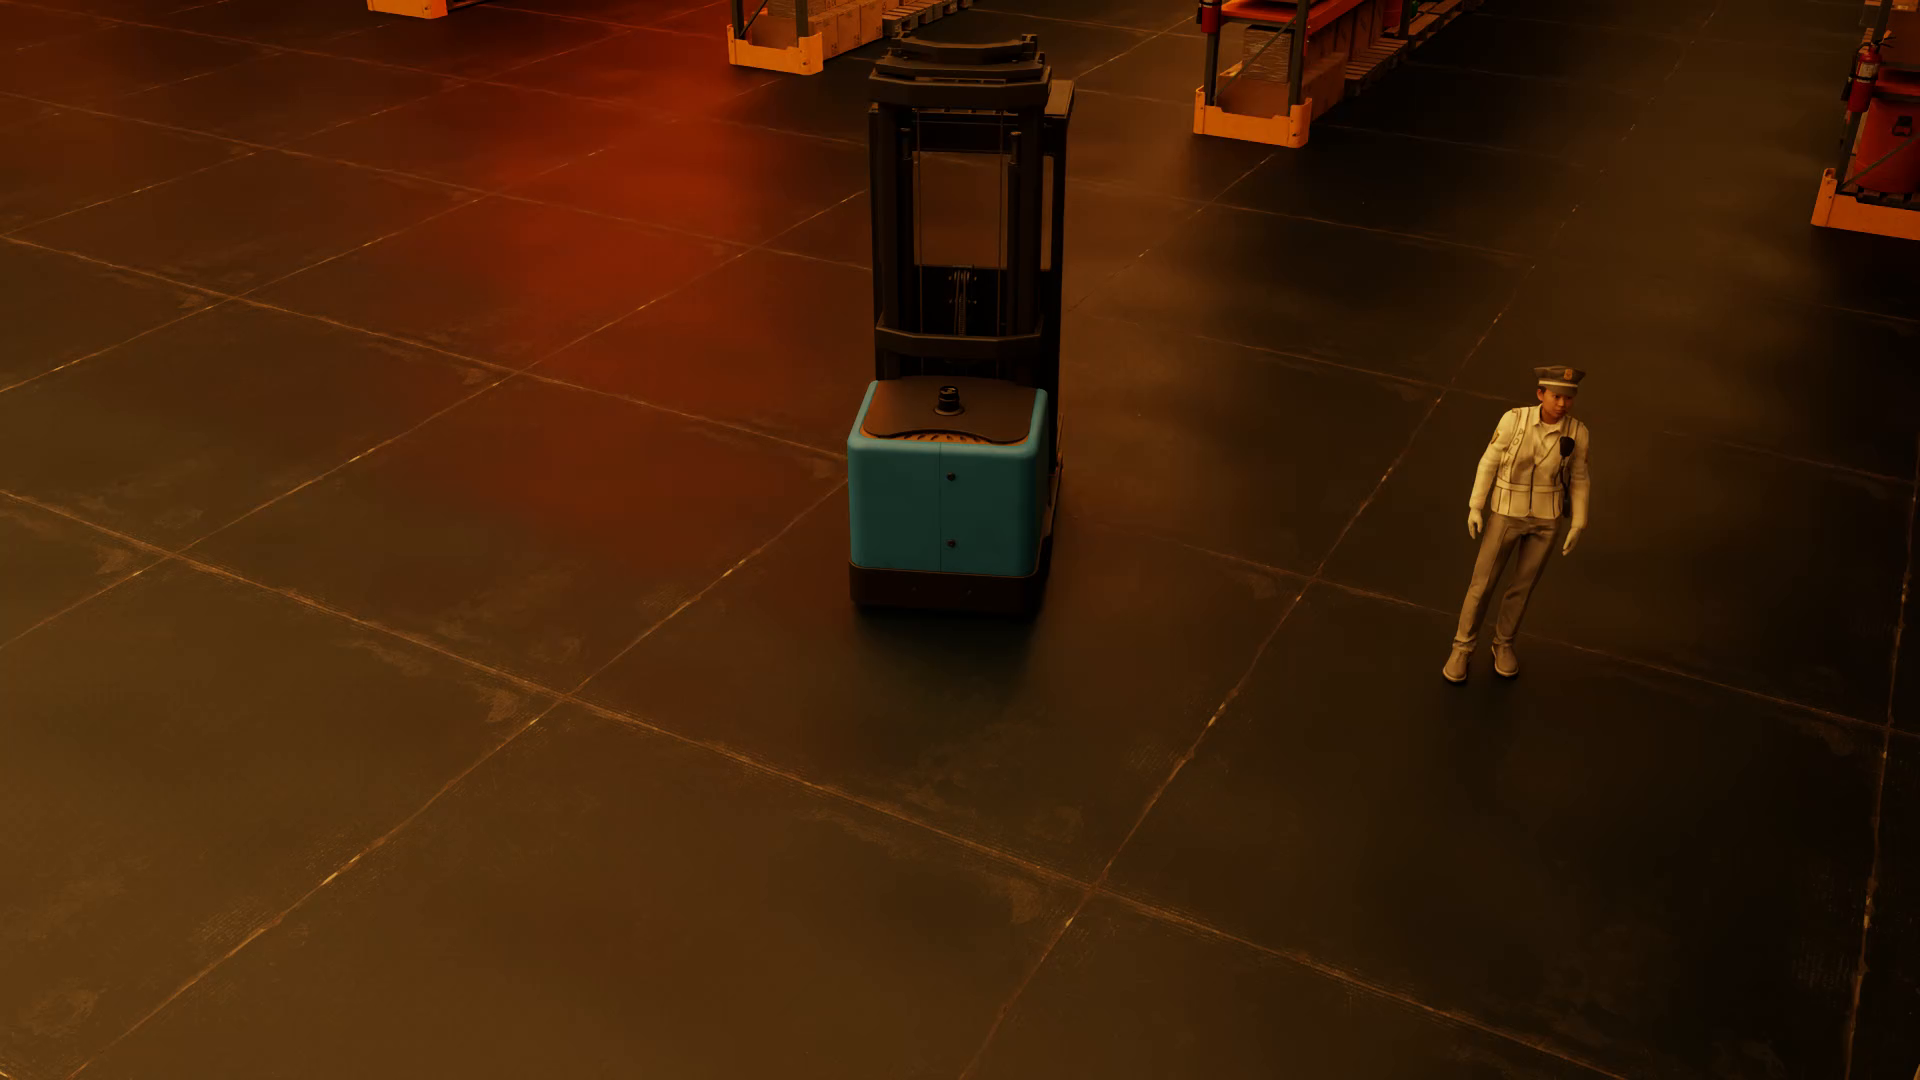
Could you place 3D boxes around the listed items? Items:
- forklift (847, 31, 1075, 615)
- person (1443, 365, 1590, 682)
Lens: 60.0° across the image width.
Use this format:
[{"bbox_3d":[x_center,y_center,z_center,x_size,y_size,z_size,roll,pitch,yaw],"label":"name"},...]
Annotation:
[{"bbox_3d":[0.072,-1.572,9.794,1.130,2.935,3.031,3,30,6],"label":"forklift"},{"bbox_3d":[2.873,-0.083,8.436,0.585,1.694,0.531,7,31,12],"label":"person"}]
